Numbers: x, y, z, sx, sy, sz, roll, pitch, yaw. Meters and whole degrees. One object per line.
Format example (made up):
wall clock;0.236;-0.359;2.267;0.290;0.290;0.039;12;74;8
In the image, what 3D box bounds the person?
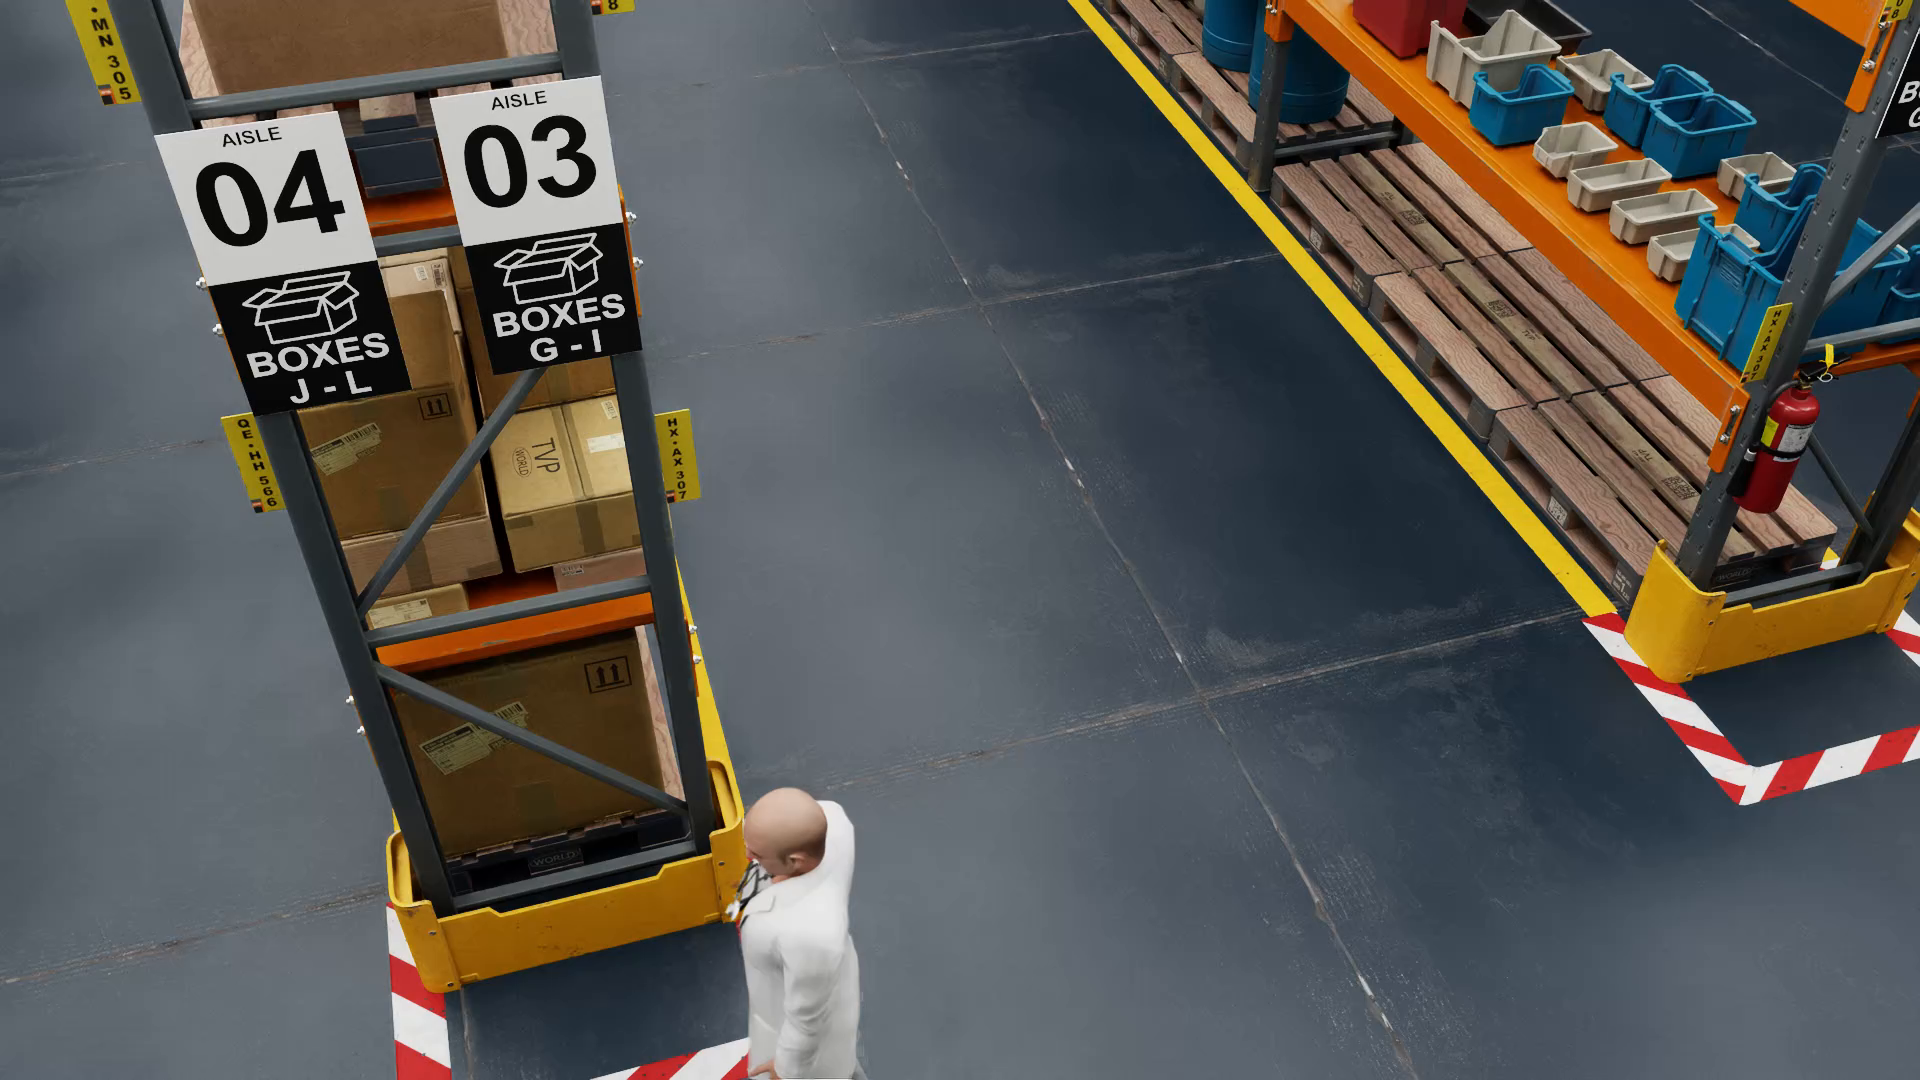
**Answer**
person;-0.451;1.303;4.712;0.379;1.774;0.562;-2;42;-2
